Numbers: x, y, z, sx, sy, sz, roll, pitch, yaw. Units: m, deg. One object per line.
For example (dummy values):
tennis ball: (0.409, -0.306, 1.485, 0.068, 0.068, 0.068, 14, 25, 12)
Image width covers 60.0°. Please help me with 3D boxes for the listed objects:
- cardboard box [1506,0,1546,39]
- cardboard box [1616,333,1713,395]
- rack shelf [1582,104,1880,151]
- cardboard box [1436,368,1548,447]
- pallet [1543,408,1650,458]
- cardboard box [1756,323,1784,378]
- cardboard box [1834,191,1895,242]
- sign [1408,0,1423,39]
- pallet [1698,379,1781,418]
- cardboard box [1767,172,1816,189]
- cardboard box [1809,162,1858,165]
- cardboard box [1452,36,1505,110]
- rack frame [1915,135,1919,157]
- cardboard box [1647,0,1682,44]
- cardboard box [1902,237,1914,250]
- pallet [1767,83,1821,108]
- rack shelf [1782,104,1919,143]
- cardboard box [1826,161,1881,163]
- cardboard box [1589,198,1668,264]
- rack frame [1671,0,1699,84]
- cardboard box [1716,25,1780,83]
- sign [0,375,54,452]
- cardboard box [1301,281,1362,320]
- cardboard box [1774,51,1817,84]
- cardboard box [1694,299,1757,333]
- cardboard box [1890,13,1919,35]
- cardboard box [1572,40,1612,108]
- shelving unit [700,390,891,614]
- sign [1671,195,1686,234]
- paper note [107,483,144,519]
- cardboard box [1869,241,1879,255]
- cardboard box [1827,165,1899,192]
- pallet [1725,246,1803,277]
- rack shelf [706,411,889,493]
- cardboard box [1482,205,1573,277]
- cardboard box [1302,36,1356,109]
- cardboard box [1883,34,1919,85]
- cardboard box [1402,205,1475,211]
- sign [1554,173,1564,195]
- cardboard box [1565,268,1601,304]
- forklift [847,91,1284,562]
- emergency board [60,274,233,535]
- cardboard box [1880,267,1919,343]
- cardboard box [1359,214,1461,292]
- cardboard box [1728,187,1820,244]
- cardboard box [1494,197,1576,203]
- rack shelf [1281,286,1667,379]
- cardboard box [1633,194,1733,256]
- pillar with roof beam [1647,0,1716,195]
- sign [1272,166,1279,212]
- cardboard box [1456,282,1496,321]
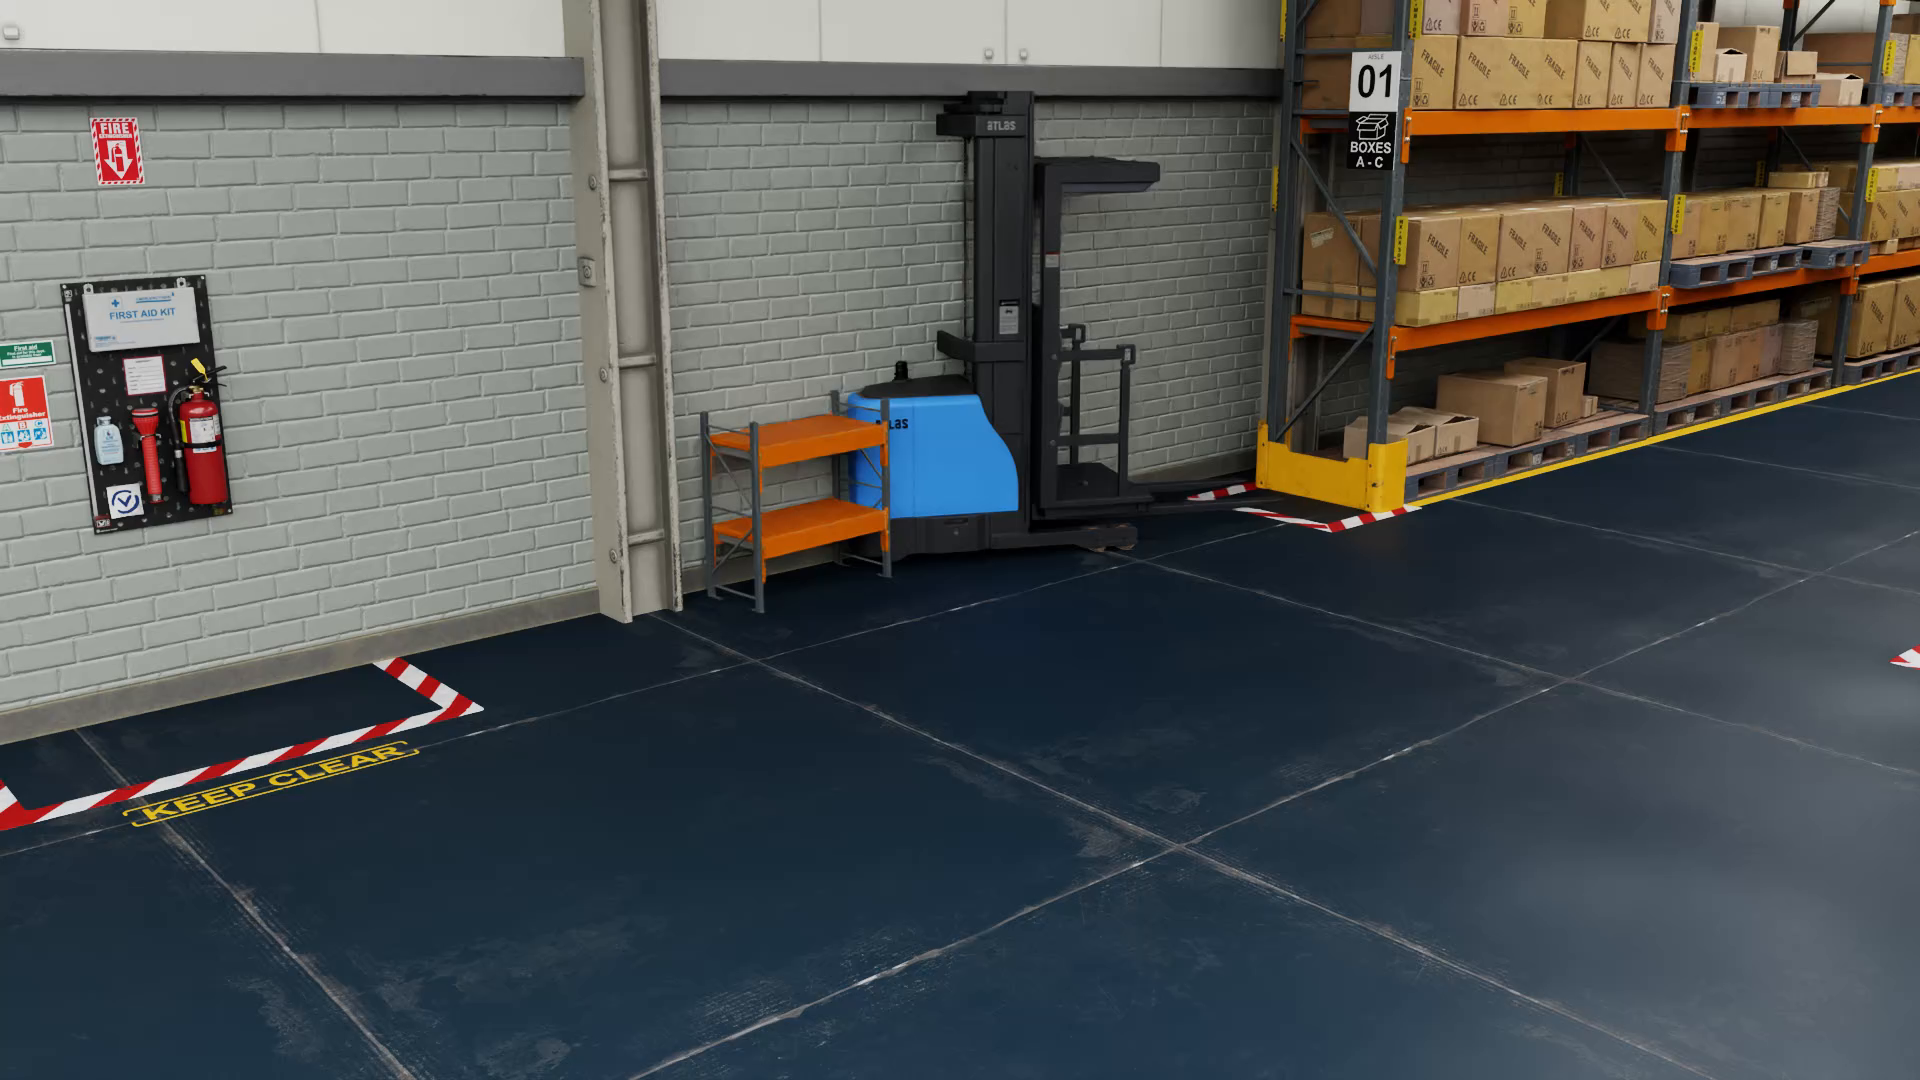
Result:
cardboard box: (3.943, -3.939, 12.203, 0.500, 0.500, 0.500, -12, 19, -38)
cardboard box: (6.620, -1.675, 15.699, 0.500, 0.500, 0.700, -13, 20, -40)
rack shelf: (7.228, -3.885, 15.564, 4.000, 0.370, 1.077, -13, 19, -39)
cardboard box: (4.299, -1.083, 13.483, 0.500, 0.500, 0.700, -14, 21, -43)
pallet: (5.236, -0.977, 14.498, 1.213, 0.211, 1.003, -13, 19, -39)
cardboard box: (7.763, -1.931, 16.656, 0.500, 0.500, 0.700, -13, 20, -39)
cardboard box: (9.271, -3.357, 17.195, 0.500, 0.500, 0.500, -12, 19, -38)
sign: (3.058, -3.533, 11.158, 0.005, 0.325, 0.100, -13, 19, -39)
pallet: (7.226, -1.438, 16.223, 1.213, 0.211, 1.003, -13, 19, -39)
cardboard box: (8.263, -3.575, 16.518, 0.380, 0.149, 0.250, 12, 19, 38)
cardboard box: (9.302, -3.901, 17.779, 0.500, 0.250, 0.500, -13, 20, -41)
cardboard box: (3.547, -3.366, 11.995, 0.500, 0.500, 0.500, -11, 19, -36)
rack frame: (11.754, -3.800, 19.664, 0.127, 3.000, 1.000, -13, 19, -39)
cardboard box: (5.519, -4.297, 13.543, 0.500, 0.500, 0.500, 14, 20, 42)
cardboard box: (10.090, -3.245, 18.033, 0.250, 0.149, 0.380, -12, 19, -39)
pallet: (7.035, -4.063, 15.201, 1.003, 0.211, 1.213, -13, 19, -39)
rack shelf: (10.246, -4.563, 18.101, 4.000, 0.370, 1.077, -13, 19, -39)
cardboard box: (9.691, -3.987, 18.102, 0.500, 0.250, 0.500, -13, 20, -41)
cardboard box: (5.566, -2.604, 13.985, 0.500, 0.500, 0.500, -13, 20, -39)
rack frame: (5.719, -5.343, 13.816, 0.127, 3.000, 1.000, -13, 19, -39)
cardboard box: (7.115, -4.431, 15.207, 0.500, 0.500, 0.500, -14, 20, -41)
sign: (-4.238, -0.570, 7.503, 0.234, 0.329, 0.001, -13, 19, -39)
cardboard box: (2.927, -1.821, 12.508, 0.500, 0.250, 0.500, -12, 19, -39)
cardboard box: (7.698, -4.430, 15.969, 0.637, 0.503, 0.797, -9, 18, -32)
cardboard box: (7.372, -2.185, 16.156, 0.500, 0.250, 0.500, -13, 20, -40)
cardboard box: (10.598, -5.652, 18.287, 0.500, 0.250, 0.500, -13, 20, -41)
cardboard box: (4.718, -3.634, 12.997, 0.500, 0.500, 0.500, -14, 20, -41)
shelving unit: (-0.972, -0.256, 10.030, 0.538, 1.125, 1.048, 14, 20, 42)
sign: (6.081, -2.759, 14.088, 0.005, 0.325, 0.100, -13, 19, -39)
paper note: (-3.932, -0.184, 7.835, 0.142, 0.148, 0.016, -13, 19, -39)
cardboard box: (9.333, -3.062, 17.350, 0.250, 0.149, 0.380, -12, 19, -39)
cardboard box: (9.270, -3.718, 17.095, 0.500, 0.250, 0.500, -12, 19, -38)
pallet: (7.270, -2.686, 15.866, 1.213, 0.211, 1.003, -13, 19, -39)
rack shelf: (-0.972, -0.539, 9.955, 0.538, 0.278, 1.000, 14, 20, 42)
cardboard box: (4.414, -2.347, 13.022, 0.500, 0.500, 0.500, -12, 19, -38)
cardboard box: (2.850, -3.394, 12.100, 0.500, 0.500, 0.500, -11, 18, -35)
cardboard box: (9.856, -5.117, 17.735, 0.500, 0.500, 0.700, -11, 19, -37)
cardboard box: (3.691, -2.360, 13.070, 0.500, 0.500, 0.500, -13, 20, -41)
sign: (5.352, -3.112, 14.843, 0.005, 0.325, 0.100, -13, 19, -39)
cardboard box: (4.810, -2.072, 13.445, 0.500, 0.250, 0.500, -13, 20, -40)
forklift: (0.684, -1.462, 11.046, 3.031, 2.935, 1.130, -4, 15, -14)
emergency board: (-3.754, -0.627, 7.783, 0.643, 1.169, 0.194, -13, 19, -39)
cardboard box: (10.681, -2.678, 18.814, 0.750, 0.750, 0.750, -12, 19, -38)
cardboard box: (3.259, -2.089, 12.057, 0.500, 0.500, 0.500, -13, 19, -39)
cardboard box: (7.985, -3.202, 16.378, 0.700, 0.500, 0.500, 14, 20, 42)
cardboard box: (4.835, -2.618, 14.039, 0.500, 0.500, 0.500, -13, 20, -40)
rack shelf: (4.210, -1.758, 13.415, 4.000, 0.370, 1.077, -13, 19, -39)
cardboard box: (6.552, -2.878, 15.168, 0.500, 0.500, 0.700, -10, 18, -34)
pillar with roof beam: (10.014, -5.131, 13.021, 0.400, 9.000, 9.100, -13, 19, -39)
sign: (2.353, -2.591, 12.280, 0.005, 0.325, 0.100, -13, 19, -39)
cardboard box: (3.661, -1.816, 12.488, 0.500, 0.250, 0.500, -13, 20, -41)
